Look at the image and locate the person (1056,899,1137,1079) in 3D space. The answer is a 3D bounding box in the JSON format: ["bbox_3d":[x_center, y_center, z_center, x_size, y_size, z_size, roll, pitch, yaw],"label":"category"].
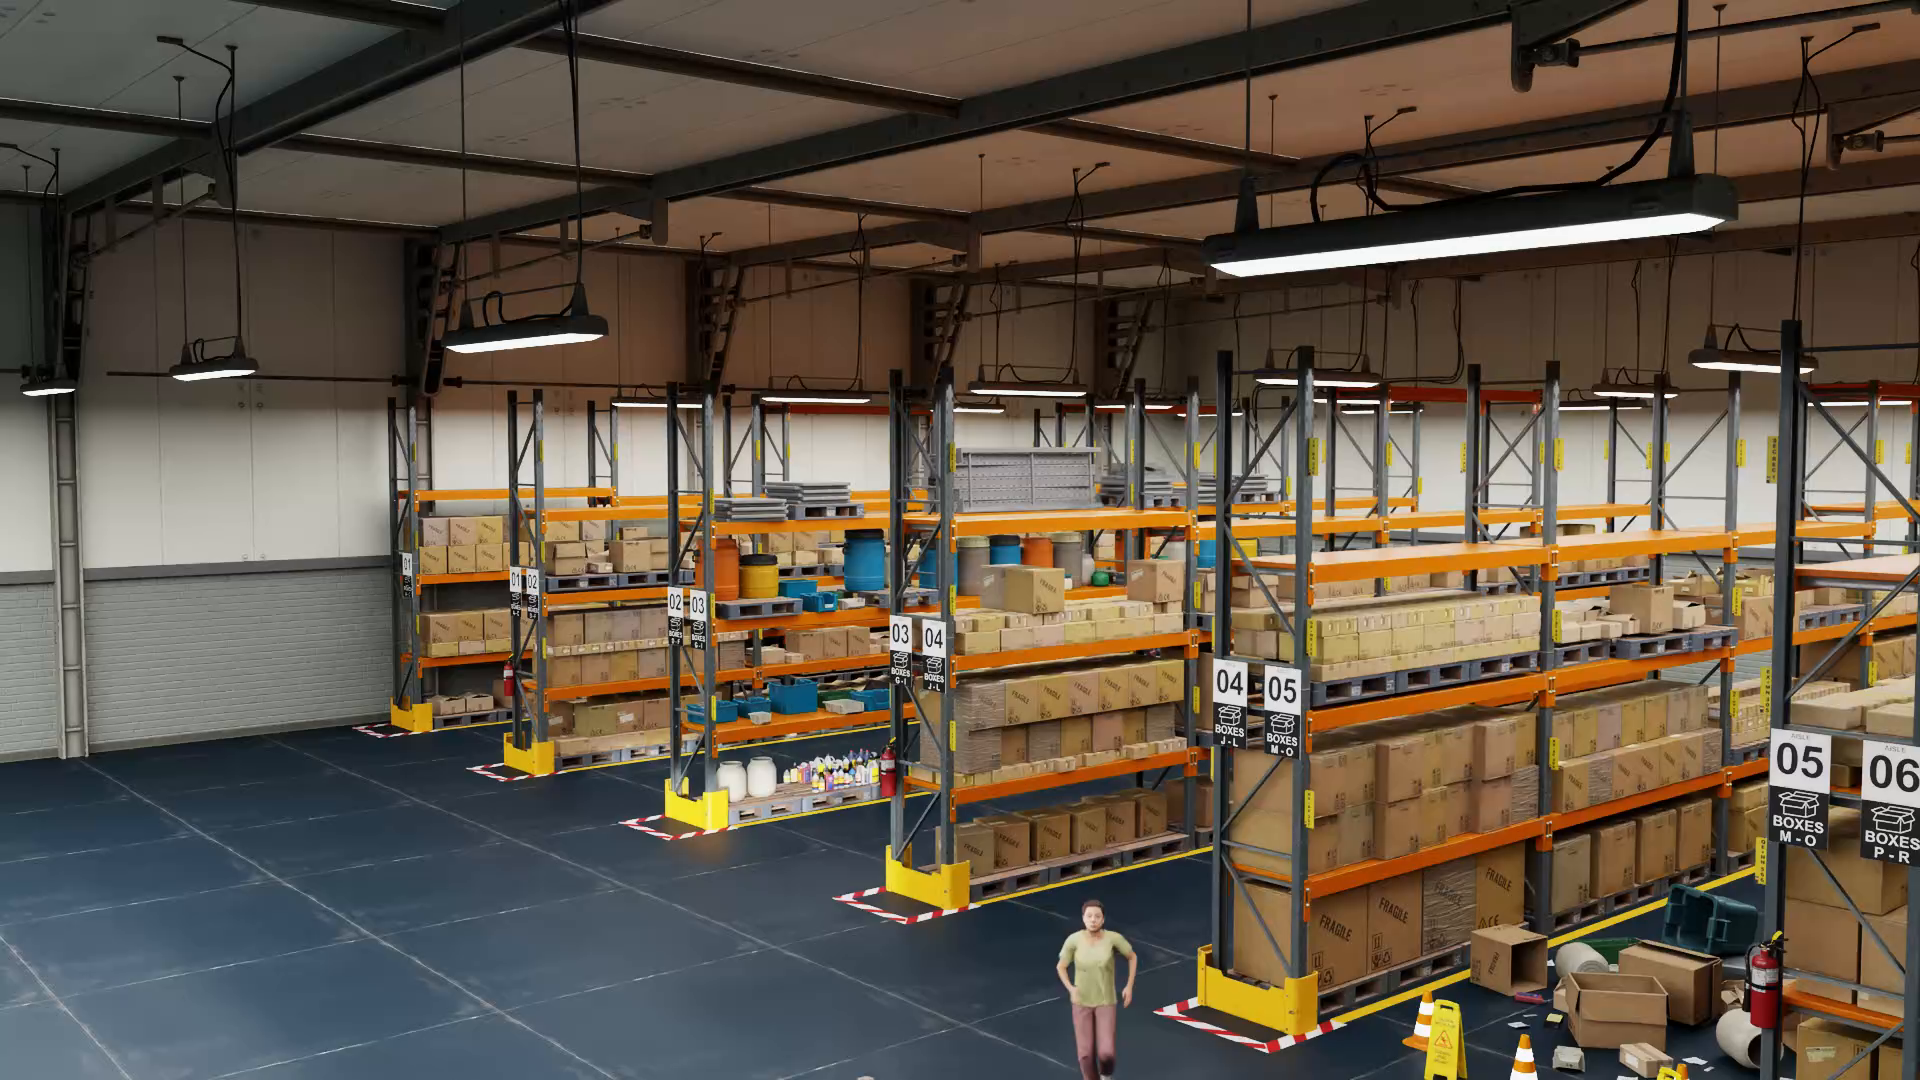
[{"bbox_3d":[1.055,3.589,12.896,0.621,1.624,0.566,0,3,7],"label":"person"}]
